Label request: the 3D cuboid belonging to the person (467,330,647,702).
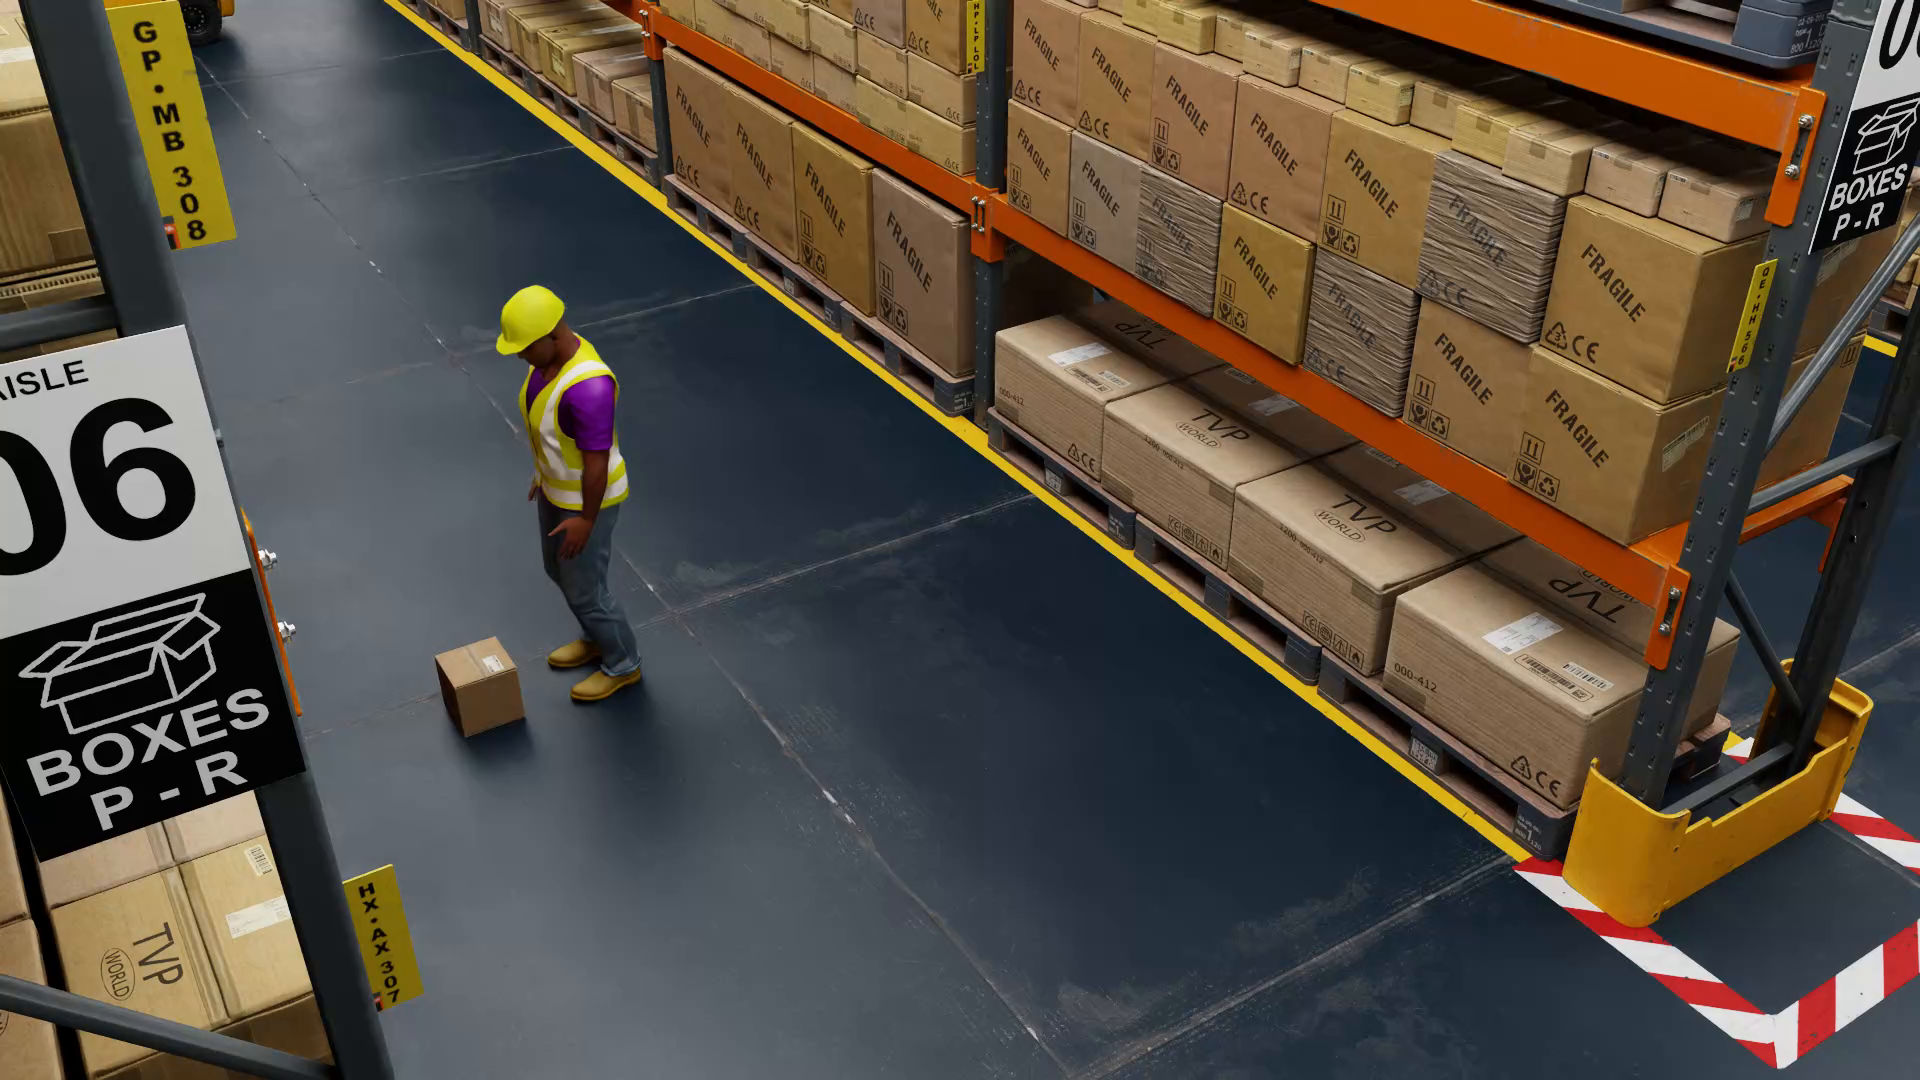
[{"bbox_3d":[-1.513,-0.106,6.427,0.599,1.613,0.616,-18,37,-26],"label":"person"}]
